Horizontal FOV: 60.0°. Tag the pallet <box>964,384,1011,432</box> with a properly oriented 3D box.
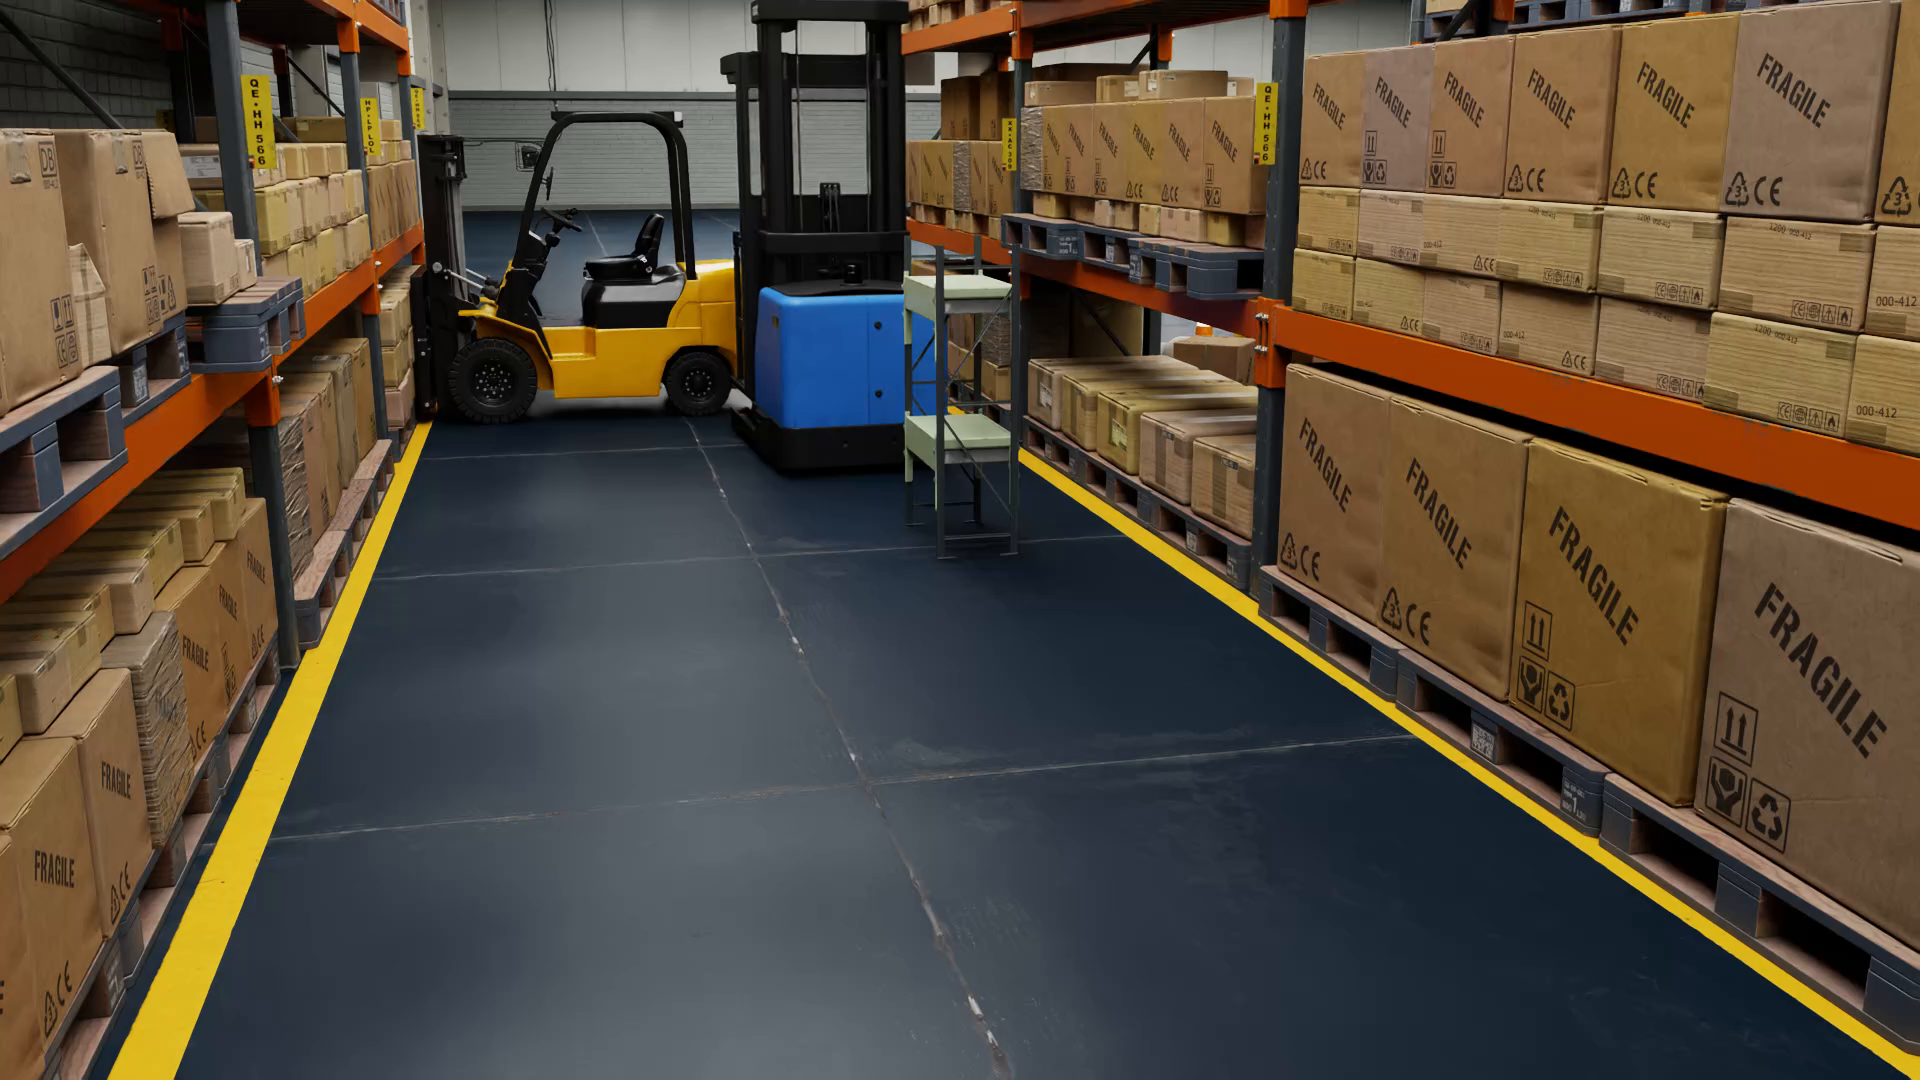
[{"bbox_3d":[0.653,-0.938,11.823,1.003,0.211,1.213,-3,14,-13],"label":"pallet"}]

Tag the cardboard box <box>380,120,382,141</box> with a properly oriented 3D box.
[{"bbox_3d":[-4.264,-2.869,11.646,0.380,0.149,0.250,-3,14,-12],"label":"cardboard box"}]

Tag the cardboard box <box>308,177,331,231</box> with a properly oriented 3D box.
[{"bbox_3d":[-3.273,-1.579,7.834,0.500,0.250,0.500,-3,14,-12],"label":"cardboard box"}]

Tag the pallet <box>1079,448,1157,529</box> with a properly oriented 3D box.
[{"bbox_3d":[1.319,-0.324,9.308,1.003,0.211,1.213,-3,14,-13],"label":"pallet"}]

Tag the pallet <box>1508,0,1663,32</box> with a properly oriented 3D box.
[{"bbox_3d":[5.168,-4.324,13.670,1.003,0.211,1.213,-3,14,-13],"label":"pallet"}]

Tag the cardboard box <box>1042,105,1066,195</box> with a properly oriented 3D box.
[{"bbox_3d":[0.795,-2.297,9.788,0.500,0.500,0.500,-3,14,-13],"label":"cardboard box"}]

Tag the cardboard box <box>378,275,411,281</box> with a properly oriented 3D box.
[{"bbox_3d":[-4.253,-1.817,12.346,0.500,0.250,0.500,-3,14,-12],"label":"cardboard box"}]

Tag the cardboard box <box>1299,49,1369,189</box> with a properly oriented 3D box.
[{"bbox_3d":[1.663,-1.624,6.437,0.500,0.500,0.500,-4,14,-15],"label":"cardboard box"}]

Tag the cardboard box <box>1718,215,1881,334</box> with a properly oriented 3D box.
[{"bbox_3d":[2.259,-0.668,4.102,0.500,0.250,0.500,-3,14,-12],"label":"cardboard box"}]

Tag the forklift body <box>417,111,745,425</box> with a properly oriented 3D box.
[{"bbox_3d":[-2.700,-2.037,12.234,2.313,2.155,1.214,-3,14,-13],"label":"forklift body"}]

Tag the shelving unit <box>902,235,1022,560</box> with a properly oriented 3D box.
[{"bbox_3d":[-0.002,-0.730,8.255,0.431,1.500,0.755,-3,14,-13],"label":"shelving unit"}]

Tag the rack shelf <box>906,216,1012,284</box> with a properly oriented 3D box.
[{"bbox_3d":[0.375,-2.252,12.840,1.077,0.370,4.000,-3,14,-13],"label":"rack shelf"}]

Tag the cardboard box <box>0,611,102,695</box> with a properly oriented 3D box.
[{"bbox_3d":[-2.293,0.283,3.964,0.380,0.149,0.250,-3,14,-11],"label":"cardboard box"}]

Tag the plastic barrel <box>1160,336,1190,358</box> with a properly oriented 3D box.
[{"bbox_3d":[1.862,-1.419,13.344,0.512,0.421,0.421,7,15,26],"label":"plastic barrel"}]

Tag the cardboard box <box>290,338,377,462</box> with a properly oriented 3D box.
[{"bbox_3d":[-3.846,-0.793,9.472,0.875,0.625,0.625,-3,14,-11],"label":"cardboard box"}]

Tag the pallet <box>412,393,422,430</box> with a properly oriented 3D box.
[{"bbox_3d":[-4.415,-0.976,11.976,1.003,0.211,1.213,-3,14,-13],"label":"pallet"}]

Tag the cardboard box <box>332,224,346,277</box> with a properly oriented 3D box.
[{"bbox_3d":[-3.396,-1.456,8.382,0.500,0.250,0.500,-3,14,-13],"label":"cardboard box"}]

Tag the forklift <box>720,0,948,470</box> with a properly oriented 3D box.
[{"bbox_3d":[-0.958,-2.151,11.056,1.130,2.935,3.031,-4,14,-16],"label":"forklift"}]

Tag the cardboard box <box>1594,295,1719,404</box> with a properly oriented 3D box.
[{"bbox_3d":[2.155,-0.546,4.658,0.500,0.250,0.500,-4,14,-15],"label":"cardboard box"}]

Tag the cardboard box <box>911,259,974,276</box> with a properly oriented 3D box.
[{"bbox_3d":[-0.168,-2.088,13.984,0.500,0.500,0.500,-4,14,-15],"label":"cardboard box"}]

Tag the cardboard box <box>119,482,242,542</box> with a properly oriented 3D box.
[{"bbox_3d":[-2.583,-0.083,5.464,0.380,0.149,0.250,-4,14,-16],"label":"cardboard box"}]

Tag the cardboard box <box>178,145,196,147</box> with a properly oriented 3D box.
[{"bbox_3d":[-3.692,-1.720,7.571,0.380,0.149,0.250,-3,14,-12],"label":"cardboard box"}]

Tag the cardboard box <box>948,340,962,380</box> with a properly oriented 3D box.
[{"bbox_3d":[0.195,-1.370,12.621,0.500,0.250,0.500,-3,14,-12],"label":"cardboard box"}]

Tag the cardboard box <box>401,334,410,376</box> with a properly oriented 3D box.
[{"bbox_3d":[-3.913,-1.219,10.950,0.500,0.250,0.500,-3,14,-13],"label":"cardboard box"}]

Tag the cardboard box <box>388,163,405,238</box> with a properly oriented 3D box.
[{"bbox_3d":[-4.185,-2.381,11.643,0.500,0.500,0.500,-3,14,-13],"label":"cardboard box"}]

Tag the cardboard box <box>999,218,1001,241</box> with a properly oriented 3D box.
[{"bbox_3d":[0.473,-2.075,11.130,0.380,0.149,0.250,-3,14,-14],"label":"cardboard box"}]

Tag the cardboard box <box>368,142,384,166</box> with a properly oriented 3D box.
[{"bbox_3d":[-3.935,-2.494,10.736,0.380,0.149,0.250,-3,14,-12],"label":"cardboard box"}]

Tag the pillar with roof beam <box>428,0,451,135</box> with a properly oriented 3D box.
[{"bbox_3d":[-8.492,-12.649,41.242,9.100,9.000,0.400,-3,14,-13],"label":"pillar with roof beam"}]

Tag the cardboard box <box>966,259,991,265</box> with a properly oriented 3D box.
[{"bbox_3d":[0.347,-2.125,14.134,0.500,0.500,0.500,-3,14,-13],"label":"cardboard box"}]

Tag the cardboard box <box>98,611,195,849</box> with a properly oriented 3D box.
[{"bbox_3d":[-2.358,0.512,4.395,0.500,0.500,0.500,-4,14,-15],"label":"cardboard box"}]

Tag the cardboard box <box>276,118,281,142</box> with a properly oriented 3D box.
[{"bbox_3d":[-4.442,-2.548,10.332,0.380,0.149,0.250,-3,14,-14],"label":"cardboard box"}]

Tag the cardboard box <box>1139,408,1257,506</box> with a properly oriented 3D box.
[{"bbox_3d":[1.480,-0.445,8.582,0.950,0.372,0.625,-4,14,-14],"label":"cardboard box"}]

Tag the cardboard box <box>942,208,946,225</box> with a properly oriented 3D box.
[{"bbox_3d":[0.069,-2.551,13.078,0.380,0.149,0.250,-3,14,-11],"label":"cardboard box"}]

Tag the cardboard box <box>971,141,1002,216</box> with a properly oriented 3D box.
[{"bbox_3d":[0.371,-2.540,11.666,0.500,0.500,0.500,-3,14,-11],"label":"cardboard box"}]

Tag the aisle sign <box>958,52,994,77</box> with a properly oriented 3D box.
[{"bbox_3d":[0.173,-4.356,14.459,0.394,0.787,0.004,-3,14,-13],"label":"aisle sign"}]

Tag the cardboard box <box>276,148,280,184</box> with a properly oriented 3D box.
[{"bbox_3d":[-2.977,-1.513,6.721,0.380,0.149,0.250,-3,14,-12],"label":"cardboard box"}]

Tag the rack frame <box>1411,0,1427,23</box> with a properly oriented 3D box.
[{"bbox_3d":[4.693,-6.276,15.156,1.000,3.000,0.127,-3,14,-13],"label":"rack frame"}]

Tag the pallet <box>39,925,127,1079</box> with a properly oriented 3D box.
[{"bbox_3d":[-2.328,1.152,3.267,1.003,0.211,1.213,-3,14,-13],"label":"pallet"}]

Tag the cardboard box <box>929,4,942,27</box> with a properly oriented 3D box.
[{"bbox_3d":[-0.025,-4.005,12.711,0.380,0.149,0.250,-3,14,-13],"label":"cardboard box"}]

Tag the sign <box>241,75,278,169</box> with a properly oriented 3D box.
[{"bbox_3d":[-2.514,-1.496,5.958,0.100,0.325,0.005,-3,14,-13],"label":"sign"}]

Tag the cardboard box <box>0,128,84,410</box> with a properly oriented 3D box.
[{"bbox_3d":[-2.118,-0.513,3.111,0.700,0.500,0.500,-3,14,-13],"label":"cardboard box"}]

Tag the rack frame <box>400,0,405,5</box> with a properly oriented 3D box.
[{"bbox_3d":[-4.918,-5.700,12.795,1.000,3.000,0.127,-3,14,-13],"label":"rack frame"}]

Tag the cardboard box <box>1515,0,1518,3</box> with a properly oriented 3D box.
[{"bbox_3d":[4.759,-4.562,13.892,0.380,0.149,0.250,-3,14,-14],"label":"cardboard box"}]

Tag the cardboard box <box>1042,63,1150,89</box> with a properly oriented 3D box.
[{"bbox_3d":[0.952,-2.932,11.165,0.700,0.500,0.500,-3,14,-14],"label":"cardboard box"}]

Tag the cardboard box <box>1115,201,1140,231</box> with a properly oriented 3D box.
[{"bbox_3d":[1.038,-1.715,8.770,0.380,0.149,0.250,-4,14,-15],"label":"cardboard box"}]

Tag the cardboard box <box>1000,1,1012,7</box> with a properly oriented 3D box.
[{"bbox_3d":[0.474,-3.531,10.769,0.380,0.149,0.250,-3,14,-13],"label":"cardboard box"}]

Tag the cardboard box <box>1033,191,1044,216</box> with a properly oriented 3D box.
[{"bbox_3d":[0.668,-2.077,10.252,0.380,0.149,0.250,-3,14,-12],"label":"cardboard box"}]

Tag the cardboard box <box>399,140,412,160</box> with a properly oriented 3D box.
[{"bbox_3d":[-4.476,-3.027,12.920,0.380,0.149,0.250,-3,14,-12],"label":"cardboard box"}]

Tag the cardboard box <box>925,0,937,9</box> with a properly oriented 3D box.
[{"bbox_3d":[0.019,-4.226,12.774,0.500,0.250,0.500,-3,14,-12],"label":"cardboard box"}]

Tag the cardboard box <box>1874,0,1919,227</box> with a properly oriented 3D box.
[{"bbox_3d":[2.375,-0.918,3.546,0.500,0.500,0.500,-3,14,-11],"label":"cardboard box"}]

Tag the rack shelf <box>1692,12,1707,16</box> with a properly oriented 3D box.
[{"bbox_3d":[6.103,-3.086,9.932,1.077,0.370,4.000,-3,14,-13],"label":"rack shelf"}]
